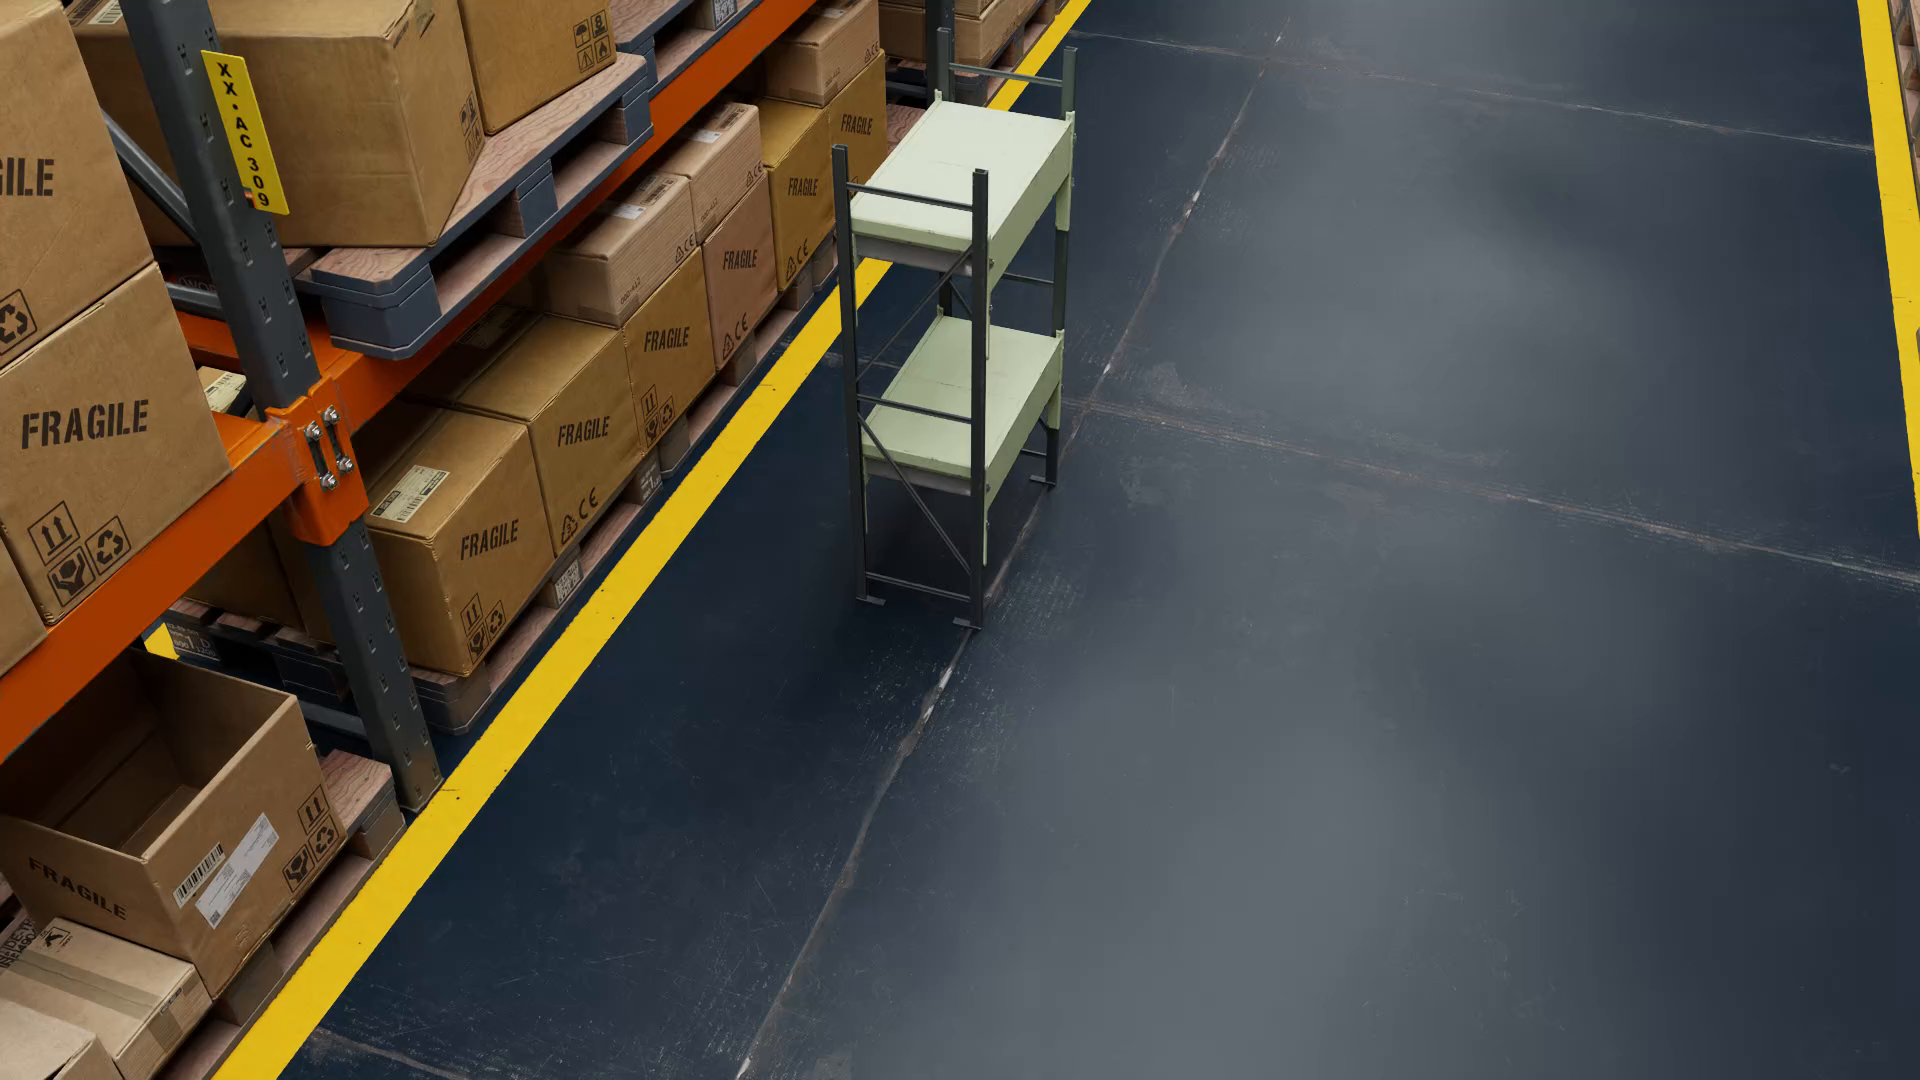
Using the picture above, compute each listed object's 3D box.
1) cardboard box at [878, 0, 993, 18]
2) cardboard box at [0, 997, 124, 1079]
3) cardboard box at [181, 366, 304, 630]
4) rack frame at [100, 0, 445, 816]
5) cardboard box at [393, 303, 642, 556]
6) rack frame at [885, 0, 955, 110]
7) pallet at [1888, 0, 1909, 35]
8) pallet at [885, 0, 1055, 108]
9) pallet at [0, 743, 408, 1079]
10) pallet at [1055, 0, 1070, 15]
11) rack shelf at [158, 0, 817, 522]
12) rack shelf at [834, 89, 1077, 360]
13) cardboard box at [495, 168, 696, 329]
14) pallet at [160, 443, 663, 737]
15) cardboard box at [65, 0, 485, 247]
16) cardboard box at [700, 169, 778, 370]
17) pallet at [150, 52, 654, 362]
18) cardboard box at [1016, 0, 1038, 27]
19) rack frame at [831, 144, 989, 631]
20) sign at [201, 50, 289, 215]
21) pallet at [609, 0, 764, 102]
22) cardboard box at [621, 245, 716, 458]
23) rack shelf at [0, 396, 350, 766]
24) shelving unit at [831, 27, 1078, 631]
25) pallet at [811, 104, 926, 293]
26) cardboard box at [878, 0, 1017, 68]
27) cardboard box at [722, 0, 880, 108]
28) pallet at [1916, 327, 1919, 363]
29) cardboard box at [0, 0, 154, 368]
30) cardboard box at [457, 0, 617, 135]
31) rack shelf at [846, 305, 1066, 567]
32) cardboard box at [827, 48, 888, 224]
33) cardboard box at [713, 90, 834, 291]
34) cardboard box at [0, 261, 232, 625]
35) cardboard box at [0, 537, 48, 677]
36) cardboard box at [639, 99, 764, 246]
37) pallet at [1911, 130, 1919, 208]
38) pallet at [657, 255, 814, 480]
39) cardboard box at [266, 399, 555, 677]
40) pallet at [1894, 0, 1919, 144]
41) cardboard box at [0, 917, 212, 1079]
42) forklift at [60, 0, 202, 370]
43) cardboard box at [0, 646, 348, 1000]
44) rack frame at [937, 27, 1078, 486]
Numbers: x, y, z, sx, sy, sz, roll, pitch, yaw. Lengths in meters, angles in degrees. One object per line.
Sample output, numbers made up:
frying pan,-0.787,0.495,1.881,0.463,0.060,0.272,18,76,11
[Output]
cardboard box,-0.057,-2.582,7.328,0.500,0.311,0.500,15,43,17
cardboard box,-2.064,1.162,3.309,0.500,0.311,0.500,13,42,15
cardboard box,-1.980,-0.142,4.692,0.500,0.500,0.500,13,42,15
rack frame,-1.880,-0.561,3.596,1.000,3.000,0.127,13,42,15
cardboard box,-1.313,-0.346,4.932,0.500,0.500,0.500,14,42,16
rack frame,-0.512,-3.001,6.456,1.000,3.000,0.127,13,42,15
pallet,5.247,-2.807,8.378,1.003,0.211,1.213,13,42,15
pallet,-0.194,-2.433,7.939,1.003,0.211,1.213,13,42,15
pallet,-2.115,0.919,4.011,1.003,0.211,1.213,13,42,15
pallet,0.225,-3.175,8.809,1.003,0.211,1.213,13,42,15
rack shelf,-1.196,-1.507,5.260,1.077,0.370,4.000,13,42,15
rack shelf,0.002,-0.872,4.515,0.431,0.370,0.720,13,42,15
cardboard box,-1.143,-0.914,5.019,0.500,0.250,0.500,13,42,15
pallet,-1.637,-0.005,5.093,1.003,0.211,1.213,13,42,15
cardboard box,-1.508,-0.998,3.708,0.700,0.500,0.500,0,40,0
cardboard box,-0.962,-0.958,5.648,0.500,0.500,0.500,12,42,13
pallet,-1.504,-0.951,4.202,1.003,0.211,1.213,13,42,15
cardboard box,0.114,-2.675,7.870,0.500,0.250,0.500,12,42,14
rack frame,-0.123,-0.351,4.506,0.400,1.500,0.023,13,42,15
sign,-1.367,-0.775,3.180,0.100,0.325,0.005,13,42,15
pallet,-1.173,-1.741,5.127,1.003,0.211,1.213,13,42,15
cardboard box,-1.135,-0.649,5.287,0.500,0.500,0.500,14,42,16
rack shelf,-2.564,0.932,2.400,1.077,0.370,4.000,13,42,15
shelving unit,0.002,-0.575,4.768,0.431,1.500,0.755,13,42,15
pallet,-0.803,-1.493,6.837,1.003,0.211,1.213,13,42,15
cardboard box,-0.057,-2.369,7.510,0.500,0.250,0.500,13,42,15
cardboard box,-0.626,-1.845,6.110,0.500,0.250,0.500,15,43,17
pallet,3.804,-0.379,5.531,1.003,0.211,1.213,13,42,15
cardboard box,-1.809,-0.614,2.811,0.500,0.500,0.500,14,42,15
cardboard box,-1.332,-1.432,4.216,0.700,0.500,0.500,20,44,22
rack shelf,0.002,-0.327,4.980,0.431,0.370,0.720,13,42,15
cardboard box,-0.611,-1.595,6.395,0.500,0.500,0.500,15,43,17
cardboard box,-0.788,-1.279,6.025,0.500,0.500,0.500,12,42,14
cardboard box,-1.810,-0.237,3.140,0.500,0.500,0.500,14,42,16
cardboard box,-1.985,0.078,2.771,0.500,0.500,0.500,14,43,16
cardboard box,-0.972,-1.220,5.378,0.500,0.250,0.500,13,42,14
pallet,4.413,-1.319,6.633,1.003,0.211,1.213,13,42,15
pallet,-1.222,-0.751,5.968,1.003,0.211,1.213,13,42,15
cardboard box,-1.485,-0.018,4.547,0.500,0.500,0.500,11,42,13
pallet,4.832,-2.061,7.503,1.003,0.211,1.213,13,42,15
cardboard box,-1.880,1.009,3.614,0.380,0.149,0.250,13,42,15
forklift,-2.678,-2.132,5.491,1.130,2.935,3.031,14,42,16
cardboard box,-1.808,0.633,3.784,0.500,0.500,0.500,13,42,15
rack frame,0.127,-0.798,5.030,0.400,1.500,0.023,13,42,15
